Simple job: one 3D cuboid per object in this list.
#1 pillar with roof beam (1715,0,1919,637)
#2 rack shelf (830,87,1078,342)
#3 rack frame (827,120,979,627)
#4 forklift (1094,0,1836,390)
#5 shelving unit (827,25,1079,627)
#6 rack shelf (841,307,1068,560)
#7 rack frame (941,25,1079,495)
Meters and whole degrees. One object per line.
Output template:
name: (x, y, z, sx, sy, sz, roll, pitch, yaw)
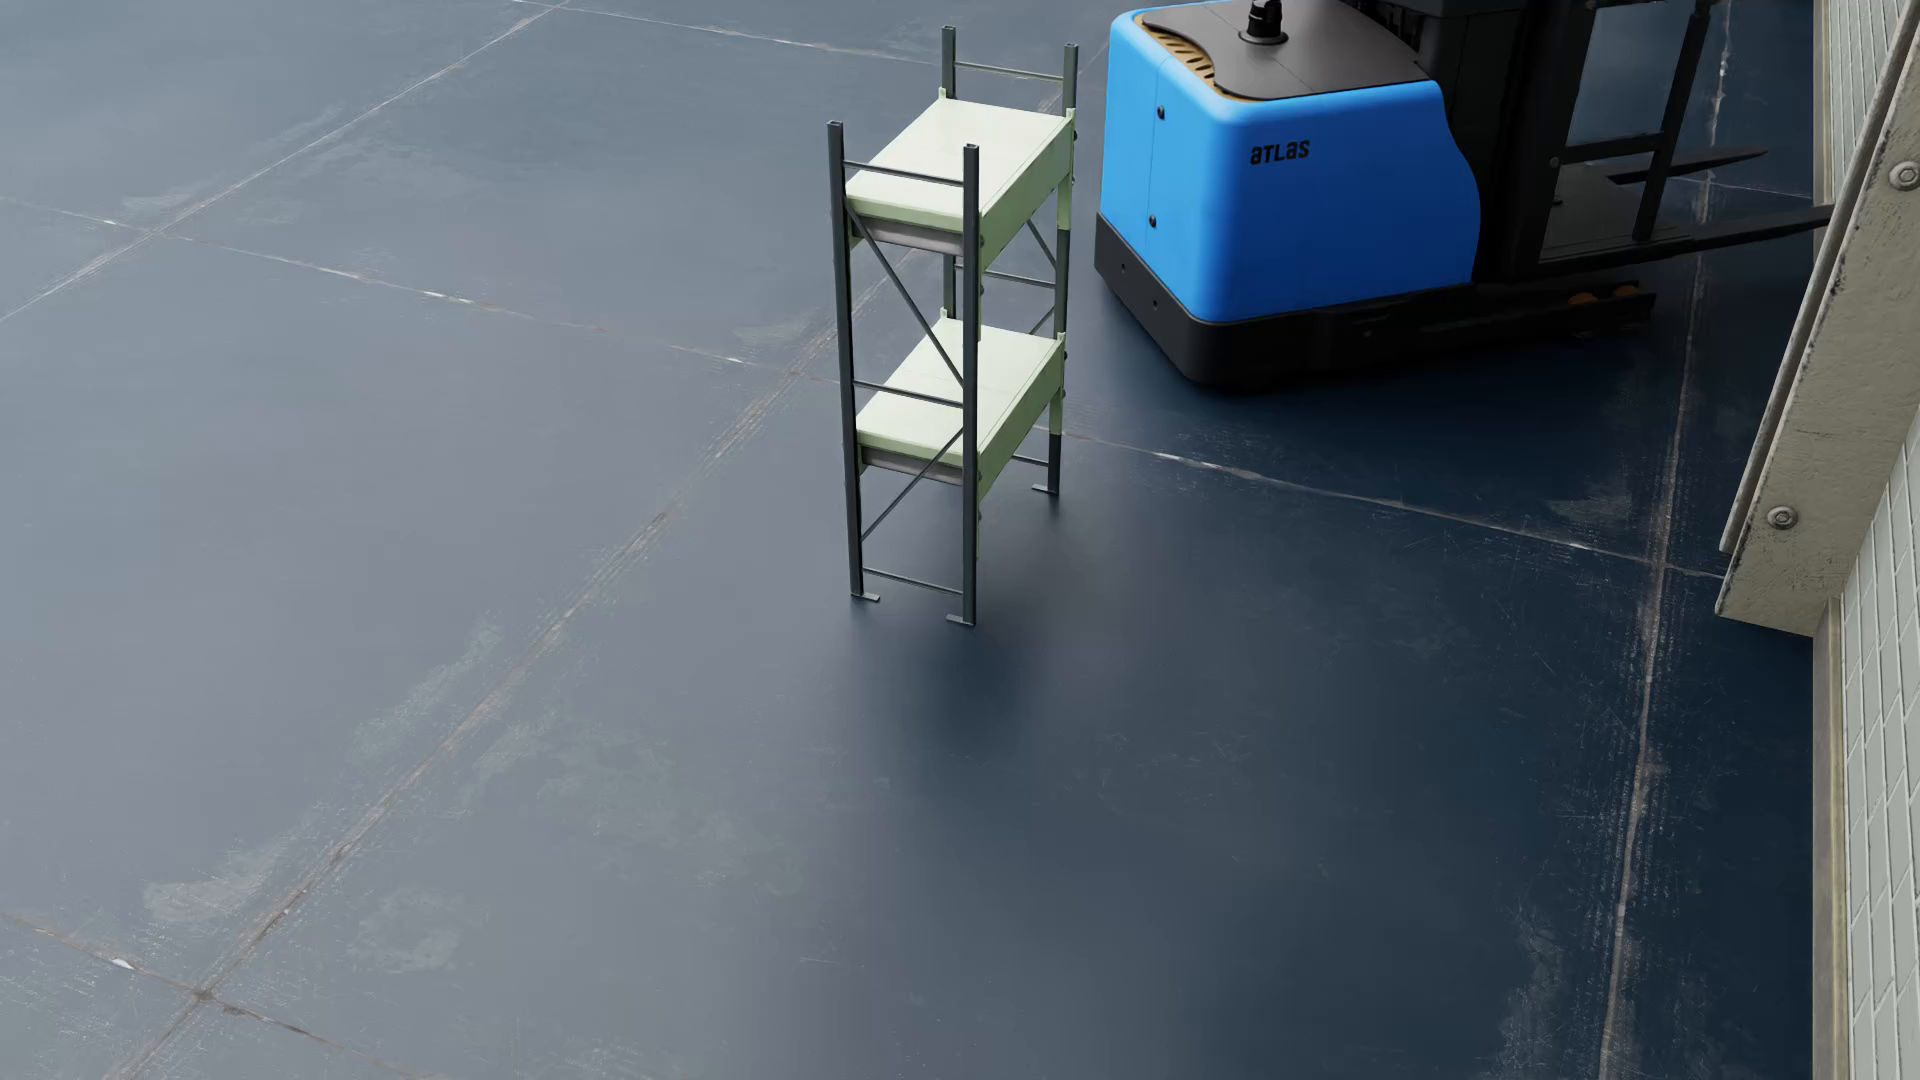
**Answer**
pillar with roof beam: (-1.515, -4.437, 3.670, 9.100, 9.000, 0.400, 14, 39, 18)
rack shelf: (-0.003, -0.910, 4.562, 0.431, 0.370, 0.720, 14, 39, 18)
rack frame: (-0.142, -0.394, 4.525, 0.400, 1.500, 0.023, 14, 39, 18)
forklift: (2.105, -2.225, 5.778, 3.031, 2.935, 1.130, -11, 38, -14)
shelving unit: (-0.003, -0.597, 4.796, 0.431, 1.500, 0.755, 14, 39, 18)
rack shelf: (-0.003, -0.336, 4.991, 0.431, 0.370, 0.720, 14, 39, 18)
rack frame: (0.137, -0.800, 5.067, 0.400, 1.500, 0.023, 14, 39, 18)
